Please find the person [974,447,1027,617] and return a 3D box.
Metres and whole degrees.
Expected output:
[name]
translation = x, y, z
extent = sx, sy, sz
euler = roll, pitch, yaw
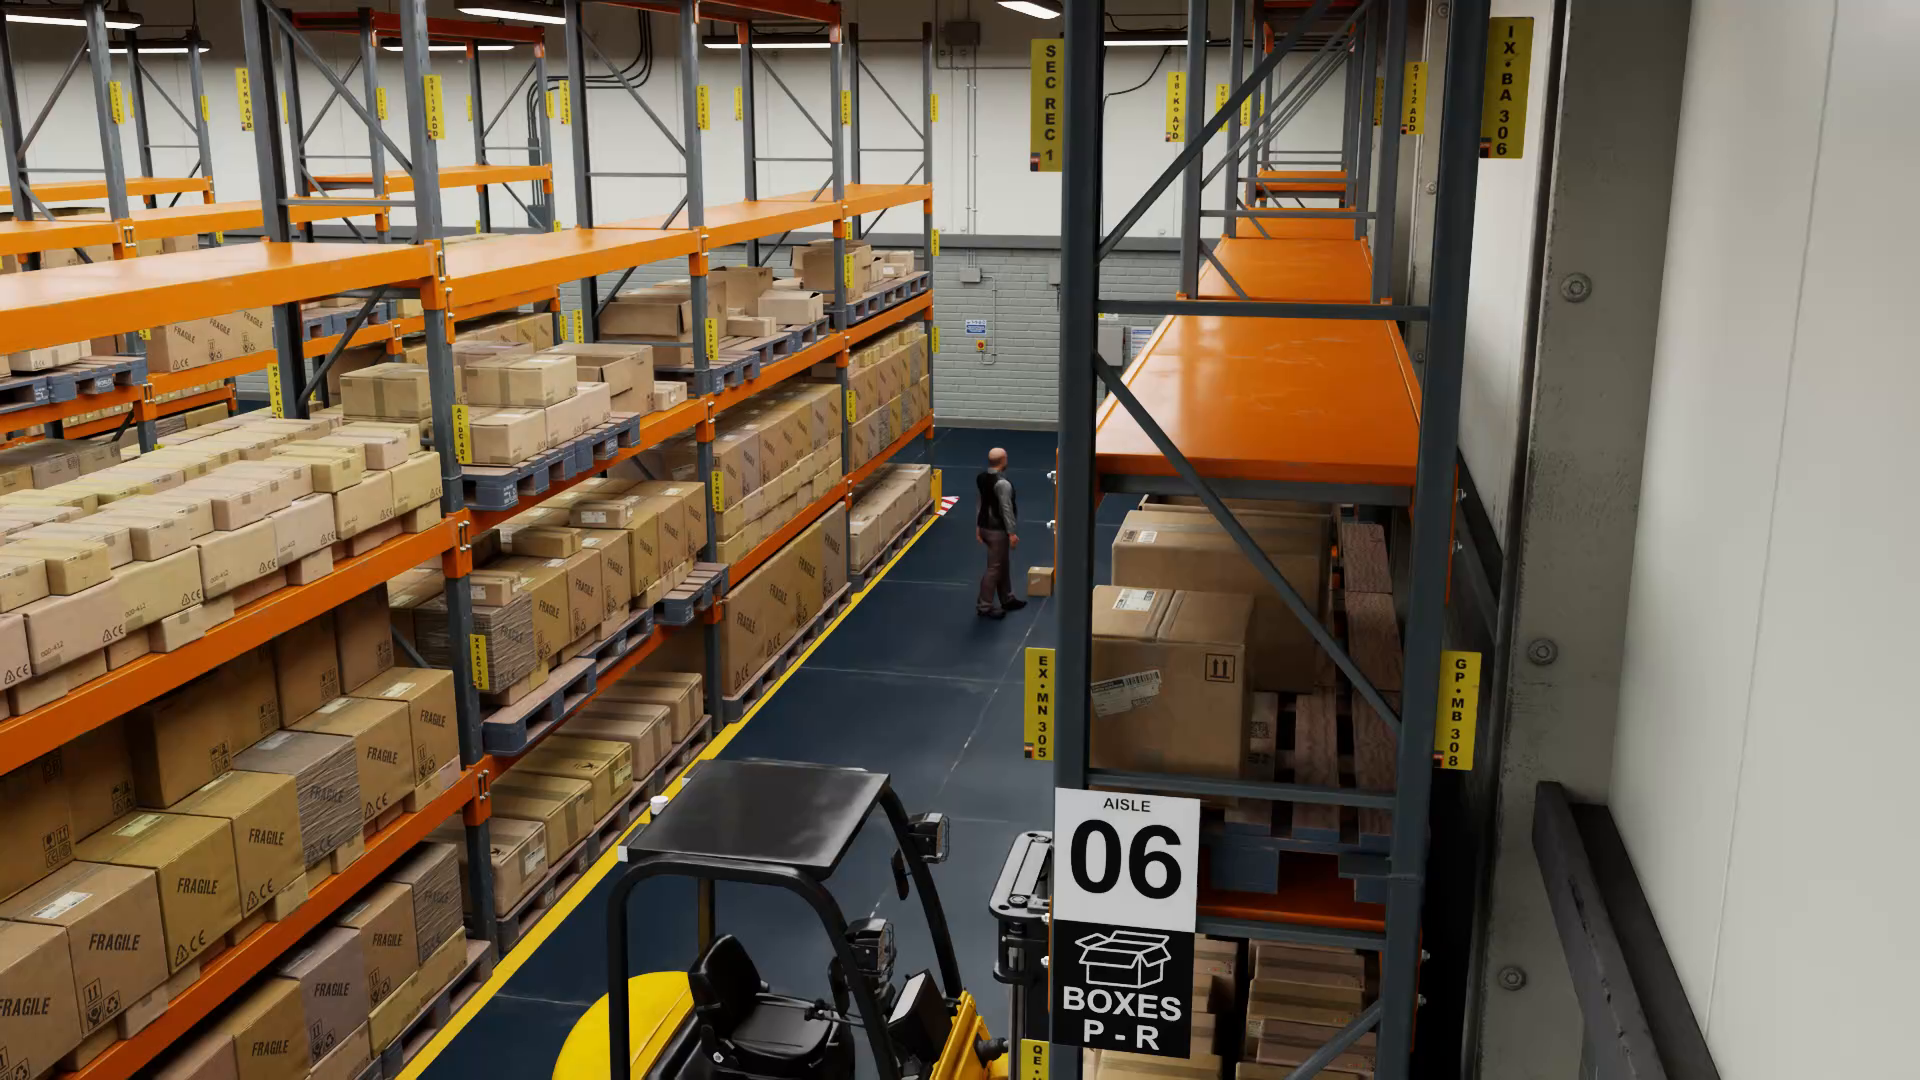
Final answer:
[person]
translation = 0.445, -0.087, 16.798
extent = 0.672, 1.719, 0.567
euler = -6, 16, -23
